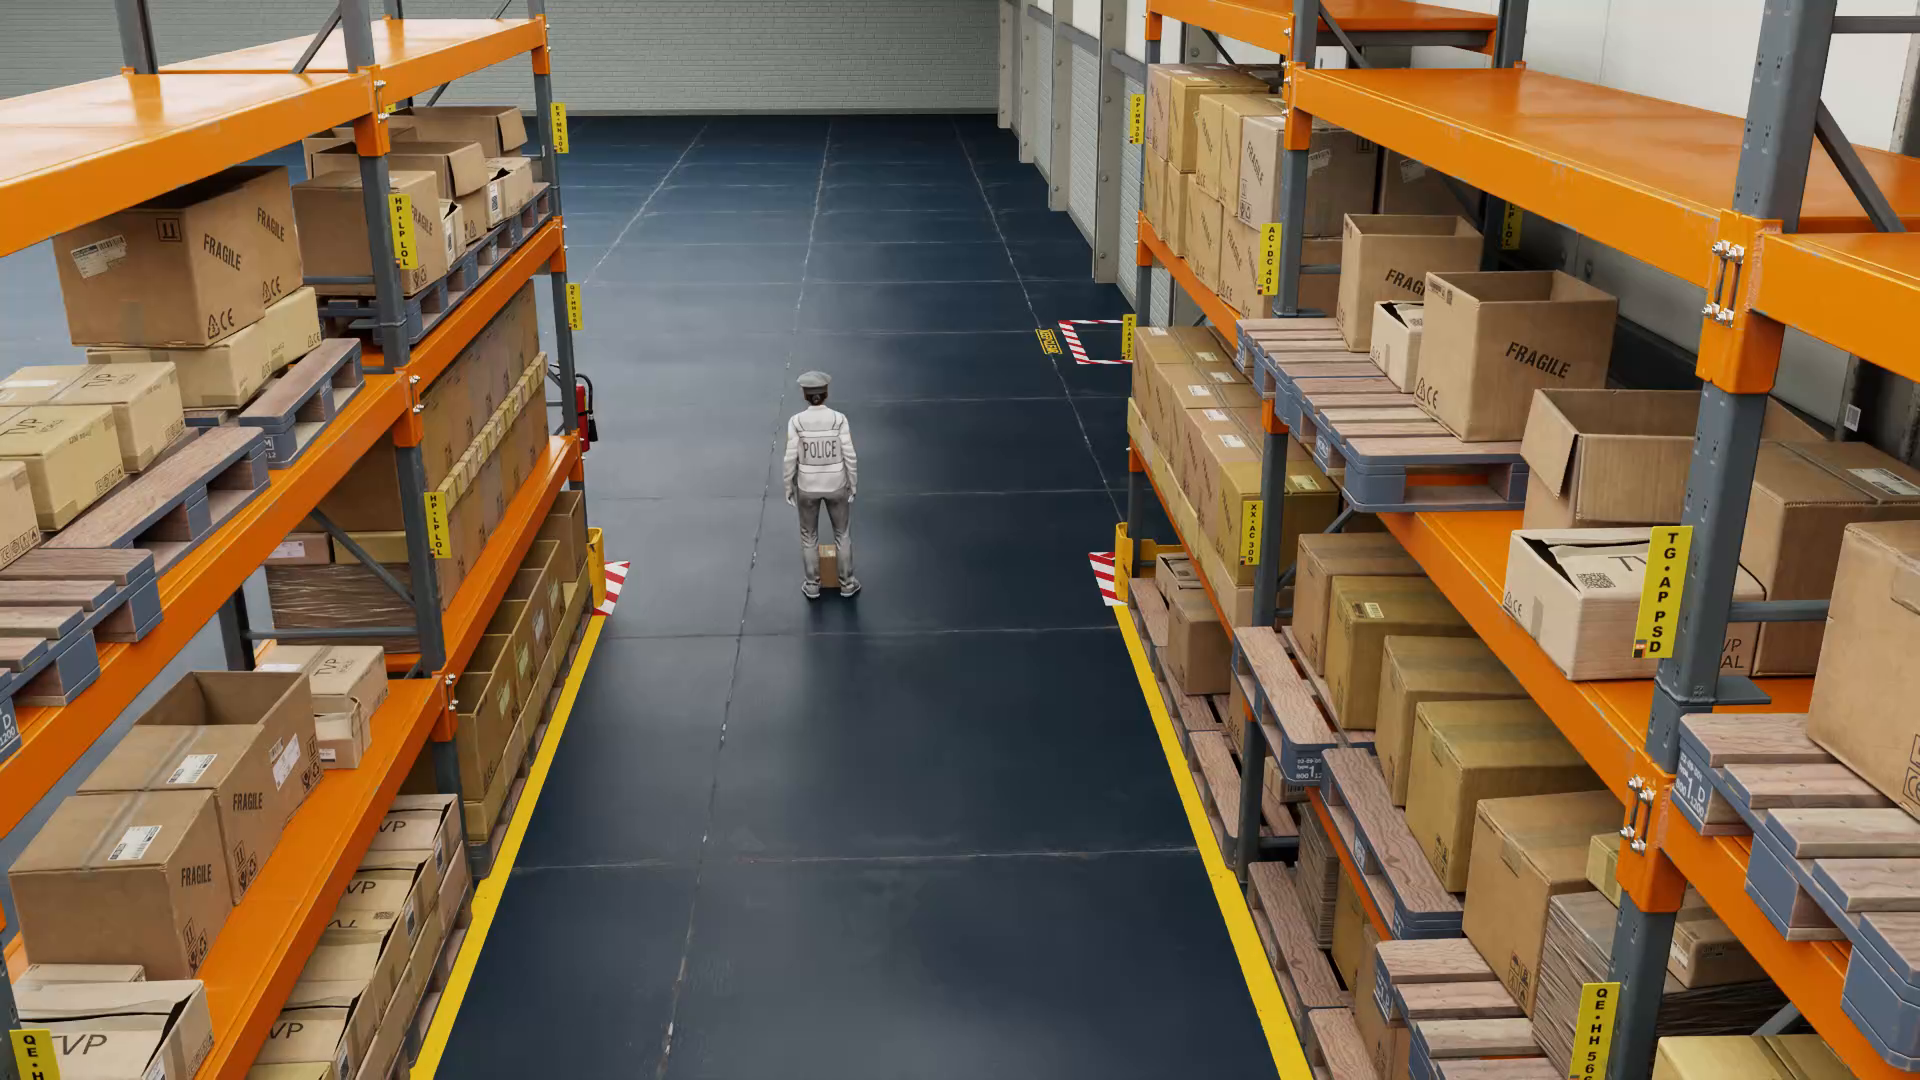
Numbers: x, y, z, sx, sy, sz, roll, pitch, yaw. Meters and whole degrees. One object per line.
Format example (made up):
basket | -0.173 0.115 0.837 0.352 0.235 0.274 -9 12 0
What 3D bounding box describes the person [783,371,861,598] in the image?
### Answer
person | -1.009 -0.381 12.084 0.546 1.667 0.369 -2 21 -6
